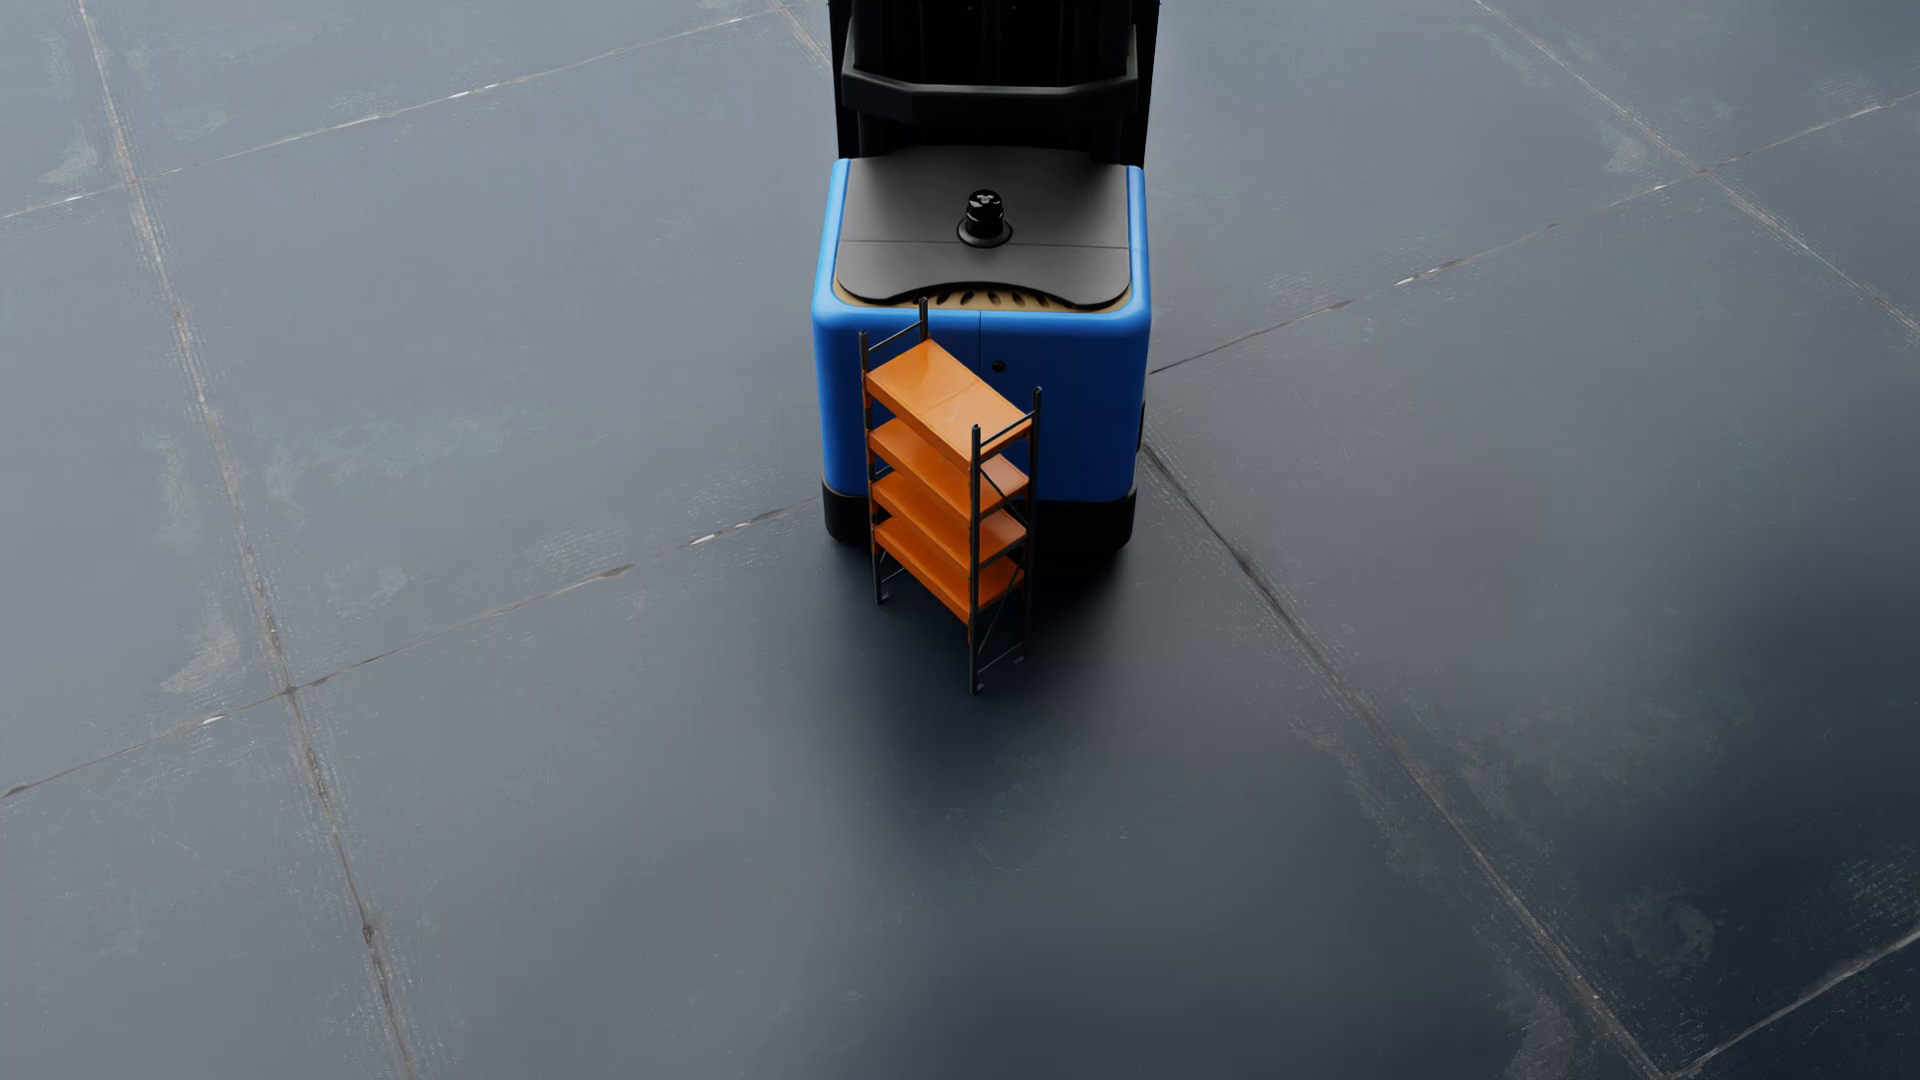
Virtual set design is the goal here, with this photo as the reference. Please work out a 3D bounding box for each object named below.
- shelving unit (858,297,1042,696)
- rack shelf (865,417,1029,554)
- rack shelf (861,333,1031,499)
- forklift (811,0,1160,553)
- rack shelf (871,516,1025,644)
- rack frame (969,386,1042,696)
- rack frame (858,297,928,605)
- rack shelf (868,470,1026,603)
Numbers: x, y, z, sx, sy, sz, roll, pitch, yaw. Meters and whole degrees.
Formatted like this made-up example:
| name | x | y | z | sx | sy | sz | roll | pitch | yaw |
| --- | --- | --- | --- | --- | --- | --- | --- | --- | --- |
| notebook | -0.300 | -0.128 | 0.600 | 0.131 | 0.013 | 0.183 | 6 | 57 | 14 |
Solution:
| name | x | y | z | sx | sy | sz | roll | pitch | yaw |
| --- | --- | --- | --- | --- | --- | --- | --- | --- | --- |
| shelving unit | -0.031 | -0.101 | 5.041 | 0.258 | 1.200 | 0.503 | -33 | 56 | -25 |
| rack shelf | -0.031 | -0.204 | 4.923 | 0.258 | 0.148 | 0.480 | -33 | 56 | -25 |
| rack shelf | -0.031 | -0.359 | 4.745 | 0.258 | 0.148 | 0.480 | -33 | 56 | -25 |
| forklift | 0.122 | -2.026 | 5.575 | 1.130 | 2.935 | 3.031 | 2 | 49 | 2 |
| rack shelf | -0.031 | 0.074 | 5.241 | 0.258 | 0.148 | 0.480 | -33 | 56 | -25 |
| rack frame | 0.127 | 0.039 | 4.918 | 0.240 | 1.200 | 0.015 | -33 | 56 | -25 |
| rack frame | -0.189 | -0.241 | 5.163 | 0.240 | 1.200 | 0.015 | -33 | 56 | -25 |
| rack shelf | -0.031 | -0.056 | 5.092 | 0.258 | 0.148 | 0.480 | -33 | 56 | -25 |
